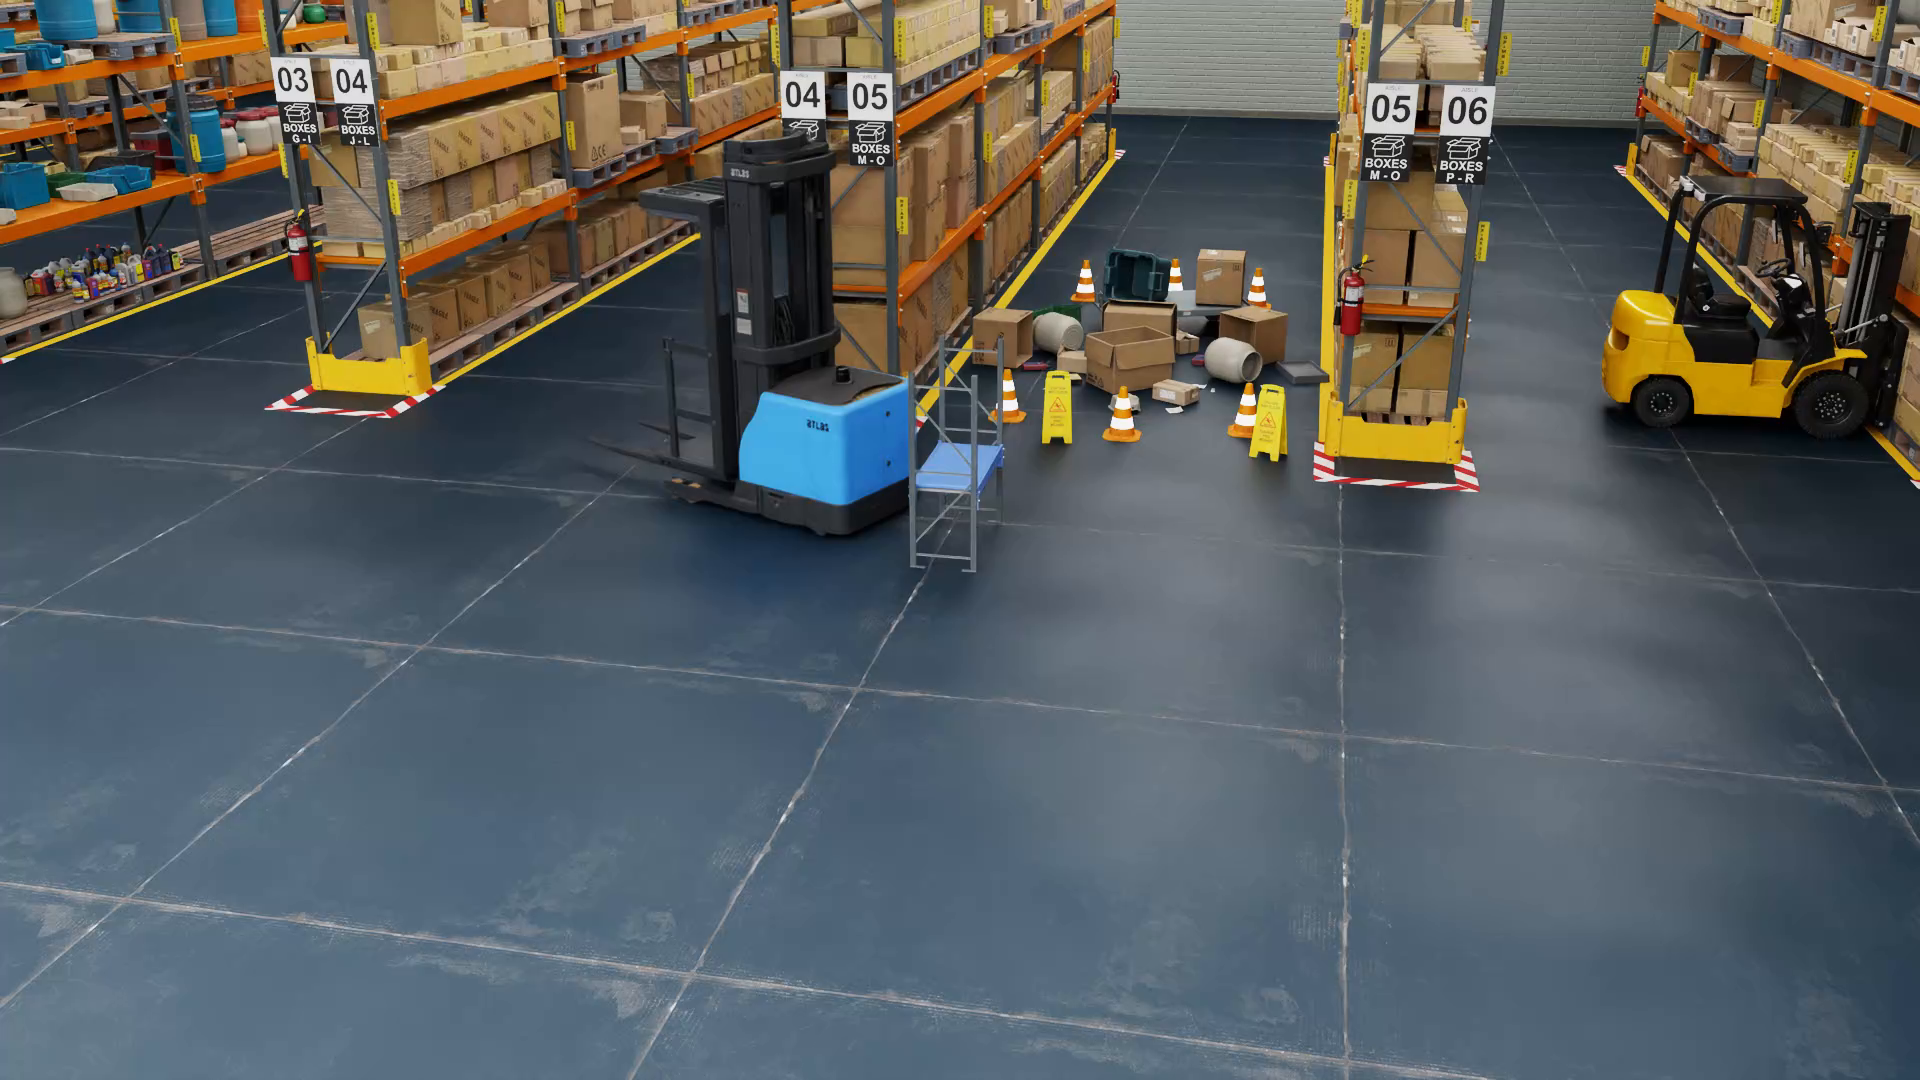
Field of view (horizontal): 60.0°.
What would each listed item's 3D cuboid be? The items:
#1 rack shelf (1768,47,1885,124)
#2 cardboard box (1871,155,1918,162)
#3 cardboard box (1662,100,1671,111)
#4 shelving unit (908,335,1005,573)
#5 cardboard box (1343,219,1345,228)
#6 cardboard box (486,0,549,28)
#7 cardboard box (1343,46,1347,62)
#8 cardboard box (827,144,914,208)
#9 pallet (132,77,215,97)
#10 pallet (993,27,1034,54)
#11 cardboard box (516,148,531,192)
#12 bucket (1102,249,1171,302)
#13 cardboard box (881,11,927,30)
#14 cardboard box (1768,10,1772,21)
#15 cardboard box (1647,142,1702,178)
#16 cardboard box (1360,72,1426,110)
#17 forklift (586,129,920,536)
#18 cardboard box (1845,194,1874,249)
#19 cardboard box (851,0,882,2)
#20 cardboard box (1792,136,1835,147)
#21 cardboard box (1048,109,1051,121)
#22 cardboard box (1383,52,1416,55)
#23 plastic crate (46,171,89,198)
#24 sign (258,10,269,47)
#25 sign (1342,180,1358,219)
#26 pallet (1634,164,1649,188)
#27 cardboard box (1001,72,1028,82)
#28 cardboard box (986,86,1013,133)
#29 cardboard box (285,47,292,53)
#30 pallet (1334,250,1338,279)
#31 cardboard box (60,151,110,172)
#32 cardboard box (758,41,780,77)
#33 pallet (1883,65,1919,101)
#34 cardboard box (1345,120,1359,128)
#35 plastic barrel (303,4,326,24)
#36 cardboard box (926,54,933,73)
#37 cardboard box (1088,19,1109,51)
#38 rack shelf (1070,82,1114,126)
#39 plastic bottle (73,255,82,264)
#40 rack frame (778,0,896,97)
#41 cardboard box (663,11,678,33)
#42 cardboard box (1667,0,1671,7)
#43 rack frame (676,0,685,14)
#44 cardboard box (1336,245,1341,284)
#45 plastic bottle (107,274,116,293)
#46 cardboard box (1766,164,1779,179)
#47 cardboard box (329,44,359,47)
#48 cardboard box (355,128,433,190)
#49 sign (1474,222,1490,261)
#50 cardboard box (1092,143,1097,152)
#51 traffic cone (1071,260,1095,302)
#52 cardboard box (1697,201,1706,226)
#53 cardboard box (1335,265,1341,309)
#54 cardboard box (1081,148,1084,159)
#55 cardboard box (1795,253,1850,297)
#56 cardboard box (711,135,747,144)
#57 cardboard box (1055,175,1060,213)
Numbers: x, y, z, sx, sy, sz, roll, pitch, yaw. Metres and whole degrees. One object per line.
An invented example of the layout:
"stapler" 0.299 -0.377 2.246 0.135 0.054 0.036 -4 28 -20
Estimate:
"rack shelf" 9.899 -5.003 18.210 1.077 0.370 4.000 4 22 11
"cardboard box" 10.038 -4.043 17.876 0.380 0.149 0.250 4 22 11
"cardboard box" 11.258 -6.822 26.113 0.380 0.149 0.250 5 22 12
"shelving unit" -0.017 -0.664 12.496 0.538 1.500 1.048 4 22 11
"cardboard box" 4.252 -3.384 17.577 0.380 0.149 0.250 4 22 11
"cardboard box" -4.913 -5.970 18.446 0.500 0.500 0.500 4 22 9
"cardboard box" 6.089 -7.221 25.296 0.500 0.500 0.500 4 22 10
"cardboard box" -0.917 -3.380 15.585 0.875 0.550 0.550 4 22 11
"pallet" -13.406 -7.656 28.105 1.003 0.211 1.213 4 22 11
"pallet" 0.275 -6.050 20.097 1.003 0.211 1.213 6 23 13
"cardboard box" -5.360 -4.191 18.713 0.875 0.500 0.500 4 22 11
"bucket" 1.993 -2.893 18.368 0.726 0.611 0.620 13 15 29
"cardboard box" -0.516 -4.730 15.141 0.380 0.149 0.250 5 22 11
"cardboard box" 10.294 -6.519 20.678 0.380 0.149 0.250 5 22 12
"cardboard box" 11.509 -6.112 26.799 0.700 0.500 0.500 5 23 13
"cardboard box" 3.655 -3.796 14.051 0.500 0.250 0.500 4 22 10
"forklift" -1.821 -1.802 13.405 3.031 2.935 1.130 15 26 32
"cardboard box" 9.144 -3.118 16.447 0.500 0.500 0.500 4 22 9
"cardboard box" -0.902 -5.245 16.419 0.380 0.149 0.250 4 22 11
"cardboard box" 9.810 -4.546 19.124 0.380 0.149 0.250 5 22 11
"cardboard box" 1.084 -6.014 23.546 0.380 0.149 0.250 5 23 13
"cardboard box" 3.719 -4.106 14.286 0.380 0.149 0.250 4 22 10
"plastic crate" -10.473 -4.151 19.429 0.450 0.188 0.662 4 22 11
"sign" -6.426 -4.736 15.397 0.100 0.325 0.005 4 22 11
"sign" 3.275 -2.862 13.971 0.100 0.325 0.005 4 22 11
"pallet" 11.762 -5.990 27.444 1.003 0.211 1.213 4 22 11
"cardboard box" 0.815 -7.000 25.198 0.380 0.149 0.250 5 22 12
"cardboard box" 0.274 -5.369 20.696 0.700 0.500 0.500 4 22 10
"cardboard box" -12.457 -8.798 30.549 0.500 0.500 0.500 4 22 10
"pallet" 5.286 -3.475 21.200 1.003 0.211 1.213 4 22 11
"cardboard box" -13.579 -5.755 25.886 0.500 0.500 0.500 5 23 13
"cardboard box" -3.091 -7.844 27.115 0.500 0.500 0.500 4 22 11
"pallet" 9.342 -4.251 15.496 1.003 0.211 1.213 4 22 11
"cardboard box" 4.203 -3.910 16.676 0.700 0.500 0.500 5 22 11
"plastic barrel" -9.104 -7.412 23.436 0.294 0.245 0.294 0 22 0
"cardboard box" -0.463 -4.455 15.526 0.380 0.149 0.250 5 22 11
"cardboard box" 2.259 -8.597 28.314 0.500 0.500 0.500 4 22 9
"rack shelf" 1.804 -7.255 27.816 1.077 0.370 4.000 4 22 11
"plastic bottle" -10.604 -3.279 20.026 0.061 0.283 0.133 5 23 13
"rack frame" -1.052 -5.252 13.848 1.000 3.000 0.127 4 22 11
"cardboard box" -4.112 -6.939 22.253 0.500 0.250 0.500 5 22 11
"cardboard box" 11.398 -8.505 26.278 0.380 0.149 0.250 5 22 12
"rack frame" -4.255 -8.592 22.143 1.000 3.000 0.127 4 22 11
"cardboard box" 5.019 -3.277 19.930 0.950 0.372 0.625 5 23 13
"plastic bottle" -9.950 -3.005 19.457 0.097 0.201 0.097 0 22 0
"cardboard box" 9.869 -4.280 19.667 0.500 0.250 0.500 4 22 10
"cardboard box" -5.992 -4.804 16.419 0.380 0.149 0.250 5 22 11
"cardboard box" -5.508 -3.712 16.186 0.500 0.500 0.500 4 22 11
"sign" 4.345 -2.489 13.859 0.100 0.325 0.005 4 22 11
"cardboard box" 2.116 -6.643 28.189 0.380 0.149 0.250 6 23 14
"traffic cone" 1.516 -3.130 20.007 0.336 0.463 0.334 4 22 11
"cardboard box" 10.599 -4.638 23.138 0.500 0.500 0.500 4 22 9
"cardboard box" 4.246 -2.663 17.566 0.500 0.500 0.500 6 23 13
"cardboard box" 1.784 -6.212 26.721 0.380 0.149 0.250 6 23 14
"cardboard box" 9.752 -2.783 18.364 0.875 0.625 0.625 4 22 10
"cardboard box" -3.904 -5.595 25.013 1.225 0.875 0.875 5 22 11
"cardboard box" 1.174 -5.041 24.140 0.500 0.500 0.500 4 22 10
